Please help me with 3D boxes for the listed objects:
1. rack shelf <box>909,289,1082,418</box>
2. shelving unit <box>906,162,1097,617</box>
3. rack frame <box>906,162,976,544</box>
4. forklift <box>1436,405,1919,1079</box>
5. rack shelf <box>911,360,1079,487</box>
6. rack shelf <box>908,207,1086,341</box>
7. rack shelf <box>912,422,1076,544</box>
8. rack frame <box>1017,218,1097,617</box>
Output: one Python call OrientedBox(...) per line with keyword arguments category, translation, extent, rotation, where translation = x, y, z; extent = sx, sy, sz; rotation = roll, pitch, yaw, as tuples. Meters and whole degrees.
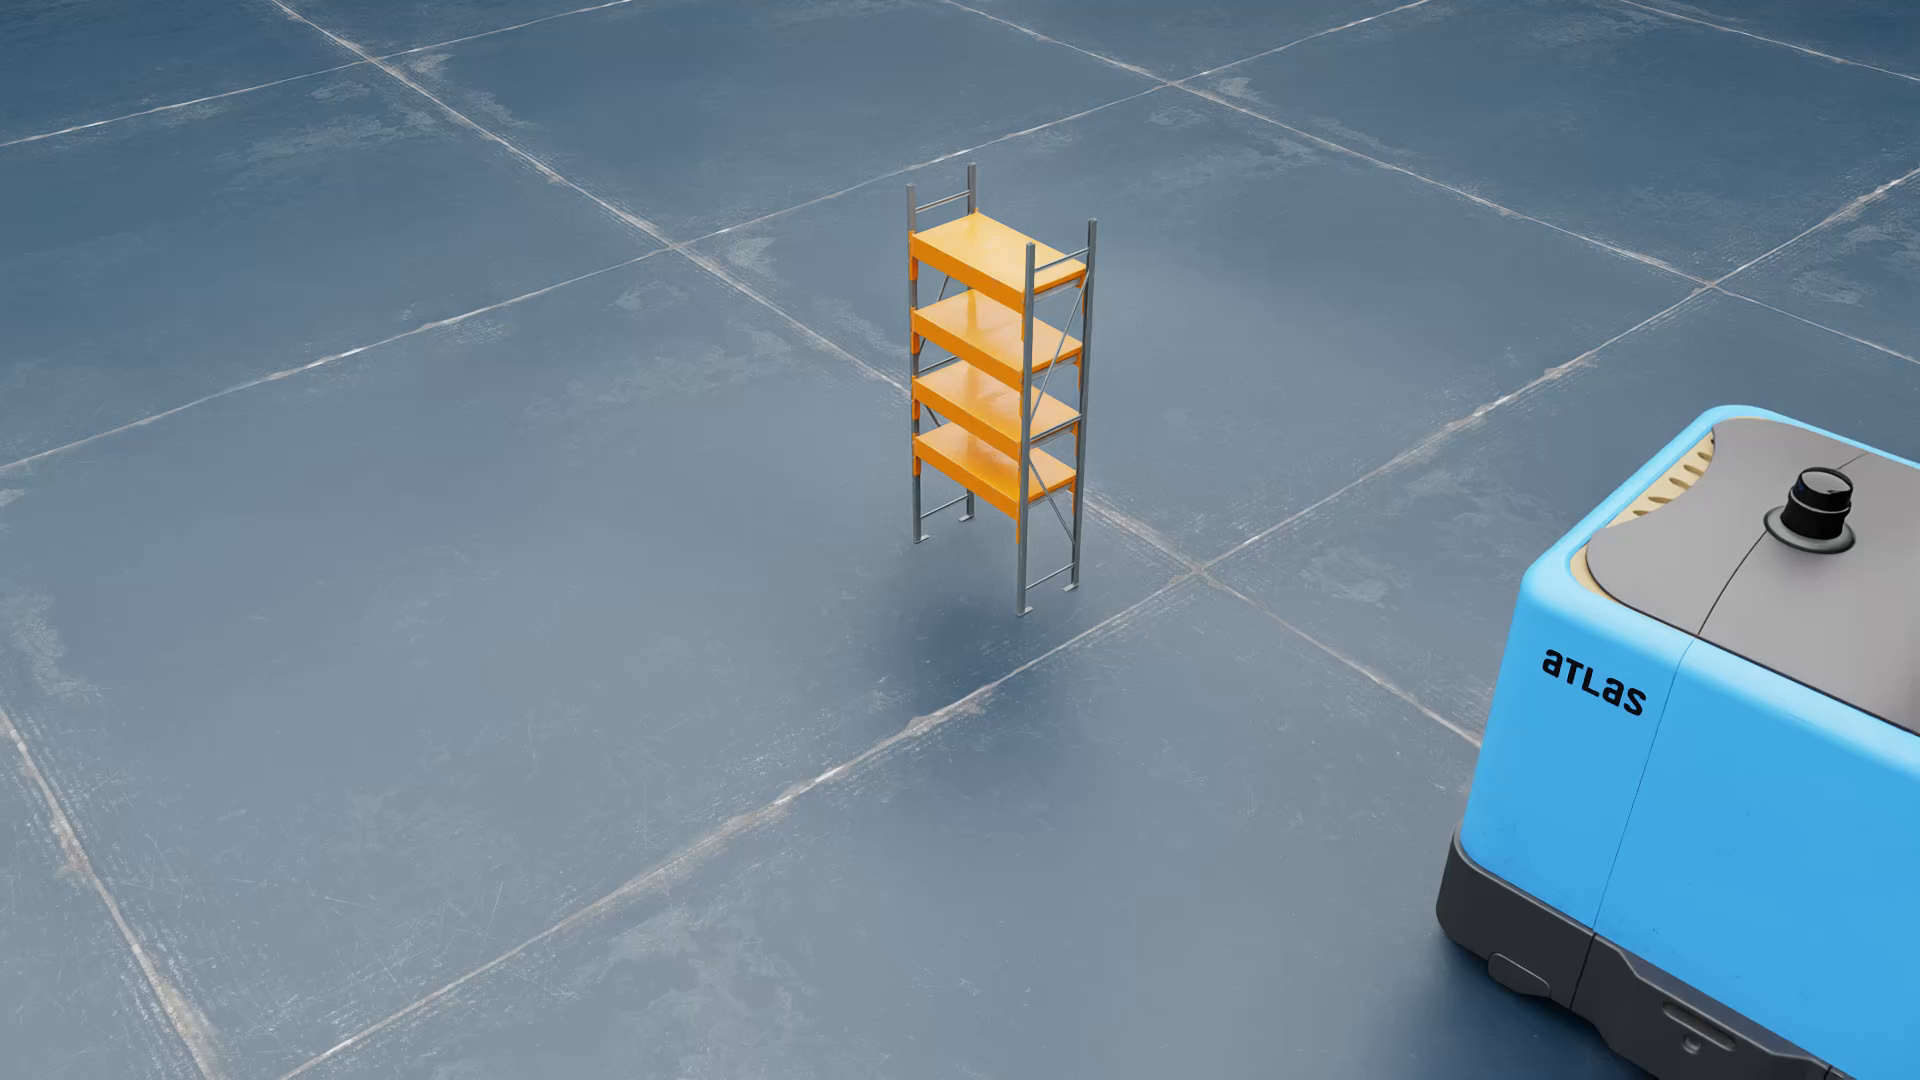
OrientedBox(category="rack shelf", translation=(0.107, -0.544, 4.710), extent=(0.258, 0.148, 0.480), rotation=(-26, 43, -32))
OrientedBox(category="shelving unit", translation=(0.107, -0.417, 4.800), extent=(0.258, 1.200, 0.503), rotation=(-26, 43, -32))
OrientedBox(category="rack frame", translation=(-0.051, -0.524, 4.952), extent=(0.240, 1.200, 0.015), rotation=(-26, 43, -32))
OrientedBox(category="forklift", translation=(2.528, 0.130, 2.531), extent=(3.031, 2.935, 1.130), rotation=(29, 44, 34))
OrientedBox(category="rack shelf", translation=(0.107, -0.362, 4.839), extent=(0.258, 0.148, 0.480), rotation=(-26, 43, -32))
OrientedBox(category="rack shelf", translation=(0.107, -0.737, 4.573), extent=(0.258, 0.148, 0.480), rotation=(-26, 43, -32))
OrientedBox(category="rack shelf", translation=(0.107, -0.200, 4.954), extent=(0.258, 0.148, 0.480), rotation=(-26, 43, -32))
OrientedBox(category="rack frame", translation=(0.264, -0.309, 4.648), extent=(0.240, 1.200, 0.015), rotation=(-26, 43, -32))
